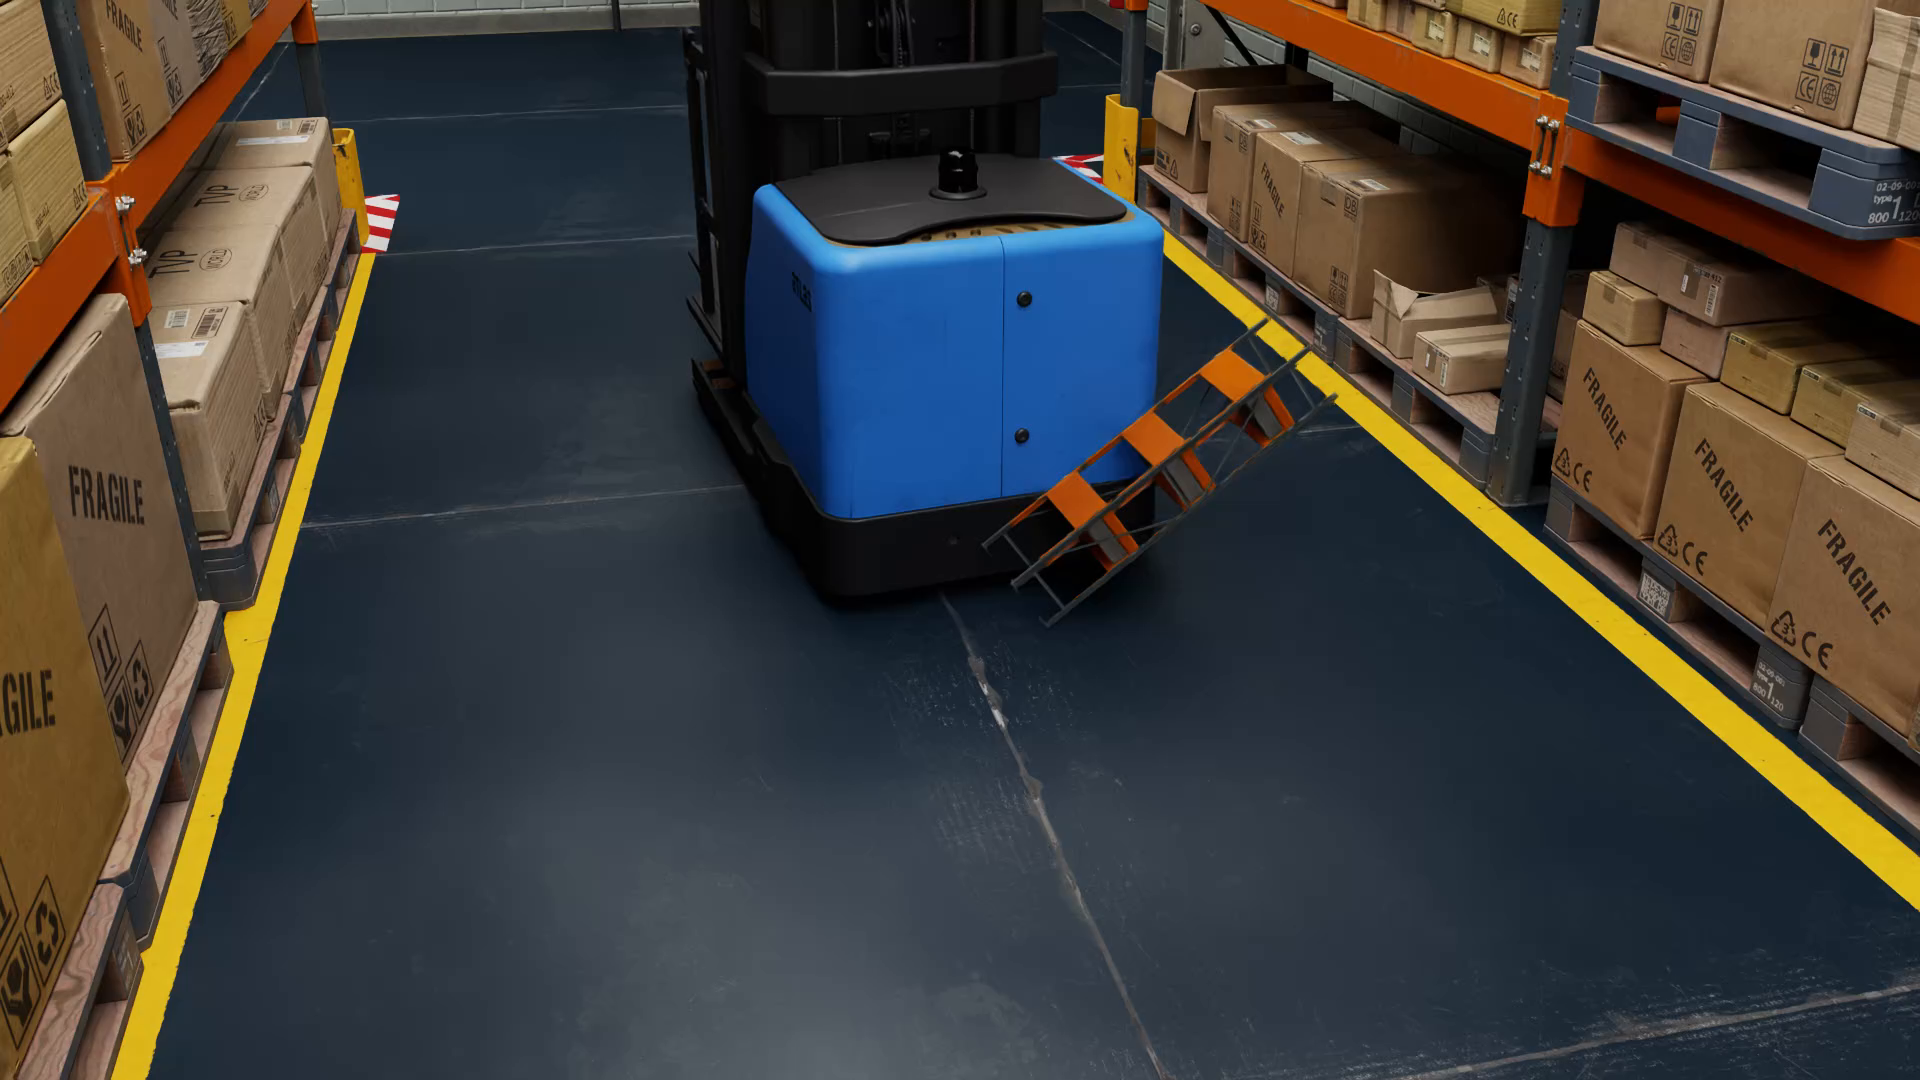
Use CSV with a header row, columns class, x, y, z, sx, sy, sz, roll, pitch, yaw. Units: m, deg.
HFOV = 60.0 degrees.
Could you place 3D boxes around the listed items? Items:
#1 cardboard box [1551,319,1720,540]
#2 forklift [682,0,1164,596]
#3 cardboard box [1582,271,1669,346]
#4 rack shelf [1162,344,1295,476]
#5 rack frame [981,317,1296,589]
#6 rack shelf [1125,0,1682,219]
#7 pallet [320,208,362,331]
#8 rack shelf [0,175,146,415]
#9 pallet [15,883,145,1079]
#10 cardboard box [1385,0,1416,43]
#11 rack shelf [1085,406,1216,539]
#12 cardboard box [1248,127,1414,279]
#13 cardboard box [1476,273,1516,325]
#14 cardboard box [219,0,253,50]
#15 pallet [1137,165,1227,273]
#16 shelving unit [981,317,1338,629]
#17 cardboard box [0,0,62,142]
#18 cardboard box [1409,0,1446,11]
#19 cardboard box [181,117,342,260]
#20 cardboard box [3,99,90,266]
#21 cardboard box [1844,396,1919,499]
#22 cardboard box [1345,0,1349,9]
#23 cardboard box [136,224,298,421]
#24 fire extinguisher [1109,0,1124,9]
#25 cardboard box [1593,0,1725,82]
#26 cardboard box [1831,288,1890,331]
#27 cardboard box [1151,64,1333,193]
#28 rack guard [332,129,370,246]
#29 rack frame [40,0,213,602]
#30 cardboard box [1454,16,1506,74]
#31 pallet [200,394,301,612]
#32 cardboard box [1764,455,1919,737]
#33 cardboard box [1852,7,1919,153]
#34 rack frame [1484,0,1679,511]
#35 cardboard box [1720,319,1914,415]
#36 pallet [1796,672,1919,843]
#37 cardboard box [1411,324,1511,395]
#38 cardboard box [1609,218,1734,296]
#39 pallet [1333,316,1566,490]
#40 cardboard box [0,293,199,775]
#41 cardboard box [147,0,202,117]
class,x,y,z,sx,sy,sz,roll,pitch,yaw
cardboard box,2.139,-0.349,4.922,0.500,0.500,0.500,-5,27,-9
forklift,-0.370,-1.791,5.547,1.130,2.935,3.031,-9,28,-17
cardboard box,2.071,-0.690,4.876,0.380,0.149,0.250,-5,27,-9
rack shelf,0.776,-0.366,4.743,0.259,0.215,0.240,-39,33,2
rack frame,0.524,-0.249,4.854,1.050,0.200,0.008,-39,33,2
rack shelf,1.799,-2.070,6.821,1.077,0.370,4.000,-6,27,-12
pallet,-3.231,-1.175,7.345,1.003,0.211,1.213,-6,27,-12
rack shelf,-2.135,0.192,2.340,1.077,0.370,4.000,-6,27,-12
pallet,-2.060,1.105,2.826,1.003,0.211,1.213,-6,27,-12
cardboard box,1.737,-1.857,5.879,0.380,0.149,0.250,-5,27,-10
rack shelf,0.555,-0.188,4.752,0.259,0.215,0.240,-39,33,2
cardboard box,1.570,-1.441,7.084,0.500,0.500,0.500,-5,27,-11
cardboard box,2.233,-0.932,6.466,0.380,0.149,0.250,-6,27,-12
cardboard box,-2.768,-1.951,5.676,0.500,0.500,0.500,-5,27,-10
pallet,1.546,-1.641,8.267,1.003,0.211,1.213,-6,27,-12
shelving unit,0.563,-0.195,4.752,1.050,0.215,0.252,-39,33,2
cardboard box,-2.250,-0.995,3.504,0.500,0.250,0.500,-6,27,-12
cardboard box,1.770,-1.996,5.712,0.500,0.250,0.500,-6,27,-11
cardboard box,-3.241,-1.528,7.325,0.875,0.438,0.875,-7,28,-13
cardboard box,-2.239,-0.769,3.611,0.500,0.250,0.500,-7,28,-13
cardboard box,2.373,-0.232,3.969,0.380,0.149,0.250,-6,27,-12
cardboard box,1.703,-2.091,6.342,0.380,0.149,0.250,-6,27,-11
cardboard box,-2.825,-0.731,5.746,0.875,0.438,0.875,-7,28,-13
fire extinguisher,0.864,-3.086,8.534,0.296,0.674,0.183,-6,27,-12
cardboard box,2.140,-1.510,4.336,0.700,0.500,0.500,-5,27,-10
cardboard box,2.678,-0.627,4.751,0.380,0.149,0.250,-6,27,-12
cardboard box,1.393,-2.064,8.315,0.797,0.503,0.637,-7,28,-14
rack guard,-3.493,-1.658,7.980,1.175,0.500,0.348,-6,27,-12
rack frame,-2.586,-1.007,3.917,1.000,3.000,0.127,-6,27,-12
cardboard box,1.852,-1.627,5.424,0.380,0.149,0.250,-5,27,-10
pallet,-2.681,-0.104,5.223,1.003,0.211,1.213,-6,27,-12
cardboard box,2.377,0.103,4.025,0.500,0.500,0.500,-7,28,-13
cardboard box,2.189,-0.992,3.569,0.396,0.266,0.258,-5,27,-9
rack frame,2.249,-1.513,4.919,1.000,3.000,0.127,-6,27,-12
cardboard box,2.278,-0.465,4.430,0.380,0.149,0.250,-7,28,-14
pallet,2.748,0.622,3.784,1.003,0.211,1.213,-6,27,-12
cardboard box,1.838,-0.643,5.892,0.380,0.149,0.250,-7,28,-13
cardboard box,2.130,-0.829,4.821,0.380,0.149,0.250,-6,27,-12
pallet,2.096,-0.570,6.145,1.003,0.211,1.213,-6,27,-12
cardboard box,-2.368,0.018,3.778,0.875,0.875,0.875,-5,27,-10
cardboard box,-2.546,-1.506,4.794,0.500,0.500,0.500,-6,27,-11
